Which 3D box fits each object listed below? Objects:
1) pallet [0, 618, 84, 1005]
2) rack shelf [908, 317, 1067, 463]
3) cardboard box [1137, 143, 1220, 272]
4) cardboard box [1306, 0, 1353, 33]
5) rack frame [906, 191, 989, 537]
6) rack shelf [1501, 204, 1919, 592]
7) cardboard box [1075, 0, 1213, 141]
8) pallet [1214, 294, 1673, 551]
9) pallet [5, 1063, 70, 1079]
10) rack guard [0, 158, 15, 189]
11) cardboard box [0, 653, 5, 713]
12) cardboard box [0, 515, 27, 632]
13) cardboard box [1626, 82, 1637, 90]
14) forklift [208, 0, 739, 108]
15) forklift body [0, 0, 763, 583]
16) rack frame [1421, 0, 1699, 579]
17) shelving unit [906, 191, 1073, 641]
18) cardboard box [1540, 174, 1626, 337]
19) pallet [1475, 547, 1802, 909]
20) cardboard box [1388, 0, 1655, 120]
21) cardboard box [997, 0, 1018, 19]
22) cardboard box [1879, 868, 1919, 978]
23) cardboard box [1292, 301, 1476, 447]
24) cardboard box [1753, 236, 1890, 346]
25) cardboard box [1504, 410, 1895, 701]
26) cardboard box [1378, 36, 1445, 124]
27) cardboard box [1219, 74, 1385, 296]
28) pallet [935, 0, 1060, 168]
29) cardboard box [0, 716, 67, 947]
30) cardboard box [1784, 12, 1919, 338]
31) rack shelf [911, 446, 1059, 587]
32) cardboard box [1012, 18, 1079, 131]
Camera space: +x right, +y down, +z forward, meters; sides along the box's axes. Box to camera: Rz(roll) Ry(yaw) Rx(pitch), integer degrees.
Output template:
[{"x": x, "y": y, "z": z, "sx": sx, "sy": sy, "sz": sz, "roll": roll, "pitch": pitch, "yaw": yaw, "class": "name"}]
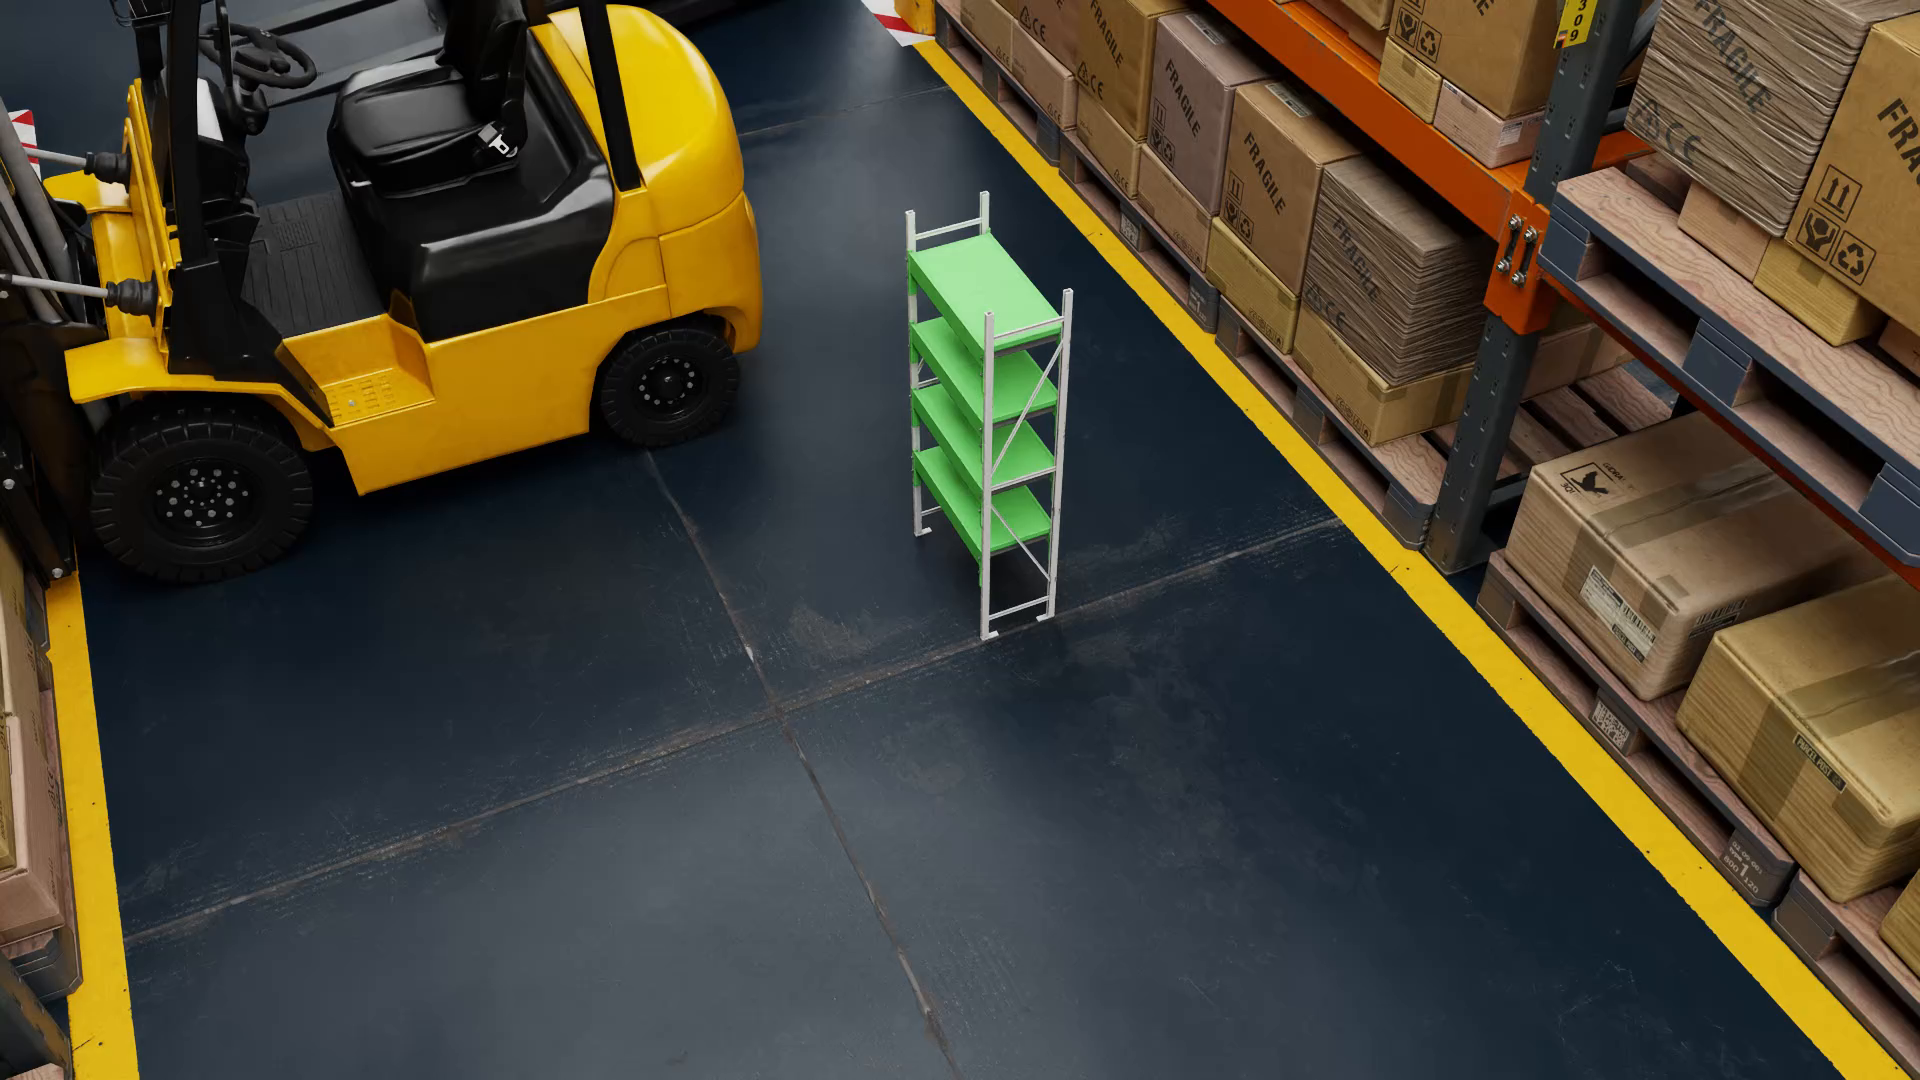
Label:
[{"x": -2.874, "y": 0.805, "z": 4.284, "sx": 1.003, "sy": 0.211, "sz": 1.213, "roll": -18, "pitch": 47, "yaw": -17, "class": "pallet"}, {"x": 0.070, "y": -0.447, "z": 4.598, "sx": 0.258, "sy": 0.148, "sz": 0.480, "roll": -18, "pitch": 47, "yaw": -17, "class": "rack shelf"}, {"x": 0.990, "y": -1.266, "z": 6.056, "sx": 0.500, "sy": 0.250, "sz": 0.500, "roll": -17, "pitch": 47, "yaw": -17, "class": "cardboard box"}, {"x": 1.271, "y": -1.671, "z": 4.986, "sx": 0.380, "sy": 0.149, "sz": 0.250, "roll": -19, "pitch": 48, "yaw": -18, "class": "cardboard box"}, {"x": -0.033, "y": -0.477, "z": 4.879, "sx": 0.240, "sy": 1.200, "sz": 0.015, "roll": -18, "pitch": 47, "yaw": -17, "class": "rack frame"}, {"x": 2.766, "y": 0.394, "z": 3.227, "sx": 1.077, "sy": 0.370, "sz": 4.000, "roll": -18, "pitch": 47, "yaw": -17, "class": "rack shelf"}, {"x": 0.769, "y": -1.859, "z": 6.123, "sx": 0.500, "sy": 0.500, "sz": 0.500, "roll": -17, "pitch": 47, "yaw": -17, "class": "cardboard box"}, {"x": 1.610, "y": -0.561, "z": 5.669, "sx": 1.003, "sy": 0.211, "sz": 1.213, "roll": -18, "pitch": 47, "yaw": -17, "class": "pallet"}, {"x": -2.232, "y": 1.782, "z": 3.293, "sx": 1.003, "sy": 0.211, "sz": 1.213, "roll": -18, "pitch": 47, "yaw": -17, "class": "pallet"}, {"x": -4.269, "y": -1.343, "z": 6.255, "sx": 1.175, "sy": 0.500, "sz": 0.348, "roll": -18, "pitch": 47, "yaw": -17, "class": "rack guard"}, {"x": -2.714, "y": 0.263, "z": 4.150, "sx": 0.500, "sy": 0.250, "sz": 0.500, "roll": -18, "pitch": 47, "yaw": -18, "class": "cardboard box"}, {"x": -2.938, "y": 0.113, "z": 4.658, "sx": 0.500, "sy": 0.250, "sz": 0.500, "roll": -17, "pitch": 47, "yaw": -17, "class": "cardboard box"}, {"x": 2.083, "y": -1.343, "z": 4.654, "sx": 0.380, "sy": 0.149, "sz": 0.250, "roll": -18, "pitch": 47, "yaw": -18, "class": "cardboard box"}, {"x": -1.854, "y": -3.477, "z": 6.687, "sx": 3.031, "sy": 2.935, "sz": 1.130, "roll": -30, "pitch": 52, "yaw": -27, "class": "forklift"}, {"x": -1.807, "y": -1.245, "z": 4.981, "sx": 2.313, "sy": 2.155, "sz": 1.214, "roll": -18, "pitch": 47, "yaw": -17, "class": "forklift body"}, {"x": 1.925, "y": -1.136, "z": 4.266, "sx": 1.000, "sy": 3.000, "sz": 0.127, "roll": -18, "pitch": 47, "yaw": -17, "class": "rack frame"}, {"x": 0.070, "y": -0.322, "z": 4.722, "sx": 0.258, "sy": 1.200, "sz": 0.503, "roll": -18, "pitch": 47, "yaw": -17, "class": "shelving unit"}, {"x": 1.922, "y": -1.030, "z": 5.283, "sx": 0.500, "sy": 0.500, "sz": 0.500, "roll": -16, "pitch": 47, "yaw": -16, "class": "cardboard box"}, {"x": 2.253, "y": 0.352, "z": 4.743, "sx": 1.003, "sy": 0.211, "sz": 1.213, "roll": -18, "pitch": 47, "yaw": -17, "class": "pallet"}, {"x": 1.512, "y": -1.488, "z": 4.339, "sx": 0.500, "sy": 0.500, "sz": 0.500, "roll": -19, "pitch": 48, "yaw": -18, "class": "cardboard box"}, {"x": 0.342, "y": -2.512, "z": 6.785, "sx": 0.500, "sy": 0.500, "sz": 0.500, "roll": -20, "pitch": 48, "yaw": -19, "class": "cardboard box"}, {"x": 2.747, "y": 0.883, "z": 3.792, "sx": 0.950, "sy": 0.372, "sz": 0.625, "roll": -17, "pitch": 47, "yaw": -16, "class": "cardboard box"}, {"x": 1.432, "y": -0.605, "z": 5.386, "sx": 0.500, "sy": 0.250, "sz": 0.500, "roll": -16, "pitch": 47, "yaw": -16, "class": "cardboard box"}, {"x": 1.967, "y": -0.589, "z": 3.591, "sx": 0.380, "sy": 0.149, "sz": 0.250, "roll": -17, "pitch": 47, "yaw": -17, "class": "cardboard box"}, {"x": 2.148, "y": -0.017, "z": 4.704, "sx": 0.950, "sy": 0.372, "sz": 0.625, "roll": -17, "pitch": 47, "yaw": -17, "class": "cardboard box"}, {"x": 1.402, "y": -1.319, "z": 4.630, "sx": 0.380, "sy": 0.149, "sz": 0.250, "roll": -17, "pitch": 47, "yaw": -17, "class": "cardboard box"}, {"x": 1.217, "y": -1.196, "z": 5.451, "sx": 0.500, "sy": 0.500, "sz": 0.500, "roll": -17, "pitch": 47, "yaw": -17, "class": "cardboard box"}, {"x": 0.584, "y": -2.116, "z": 7.245, "sx": 1.003, "sy": 0.211, "sz": 1.213, "roll": -18, "pitch": 47, "yaw": -17, "class": "pallet"}, {"x": -2.480, "y": 0.755, "z": 4.008, "sx": 0.500, "sy": 0.250, "sz": 0.500, "roll": -18, "pitch": 47, "yaw": -17, "class": "cardboard box"}, {"x": 2.073, "y": -0.725, "z": 3.267, "sx": 0.500, "sy": 0.500, "sz": 0.500, "roll": -18, "pitch": 47, "yaw": -17, "class": "cardboard box"}, {"x": 0.070, "y": -0.105, "z": 4.935, "sx": 0.258, "sy": 0.148, "sz": 0.480, "roll": -18, "pitch": 47, "yaw": -17, "class": "rack shelf"}, {"x": 0.539, "y": -1.933, "z": 6.732, "sx": 0.500, "sy": 0.250, "sz": 0.500, "roll": -16, "pitch": 47, "yaw": -16, "class": "cardboard box"}]
